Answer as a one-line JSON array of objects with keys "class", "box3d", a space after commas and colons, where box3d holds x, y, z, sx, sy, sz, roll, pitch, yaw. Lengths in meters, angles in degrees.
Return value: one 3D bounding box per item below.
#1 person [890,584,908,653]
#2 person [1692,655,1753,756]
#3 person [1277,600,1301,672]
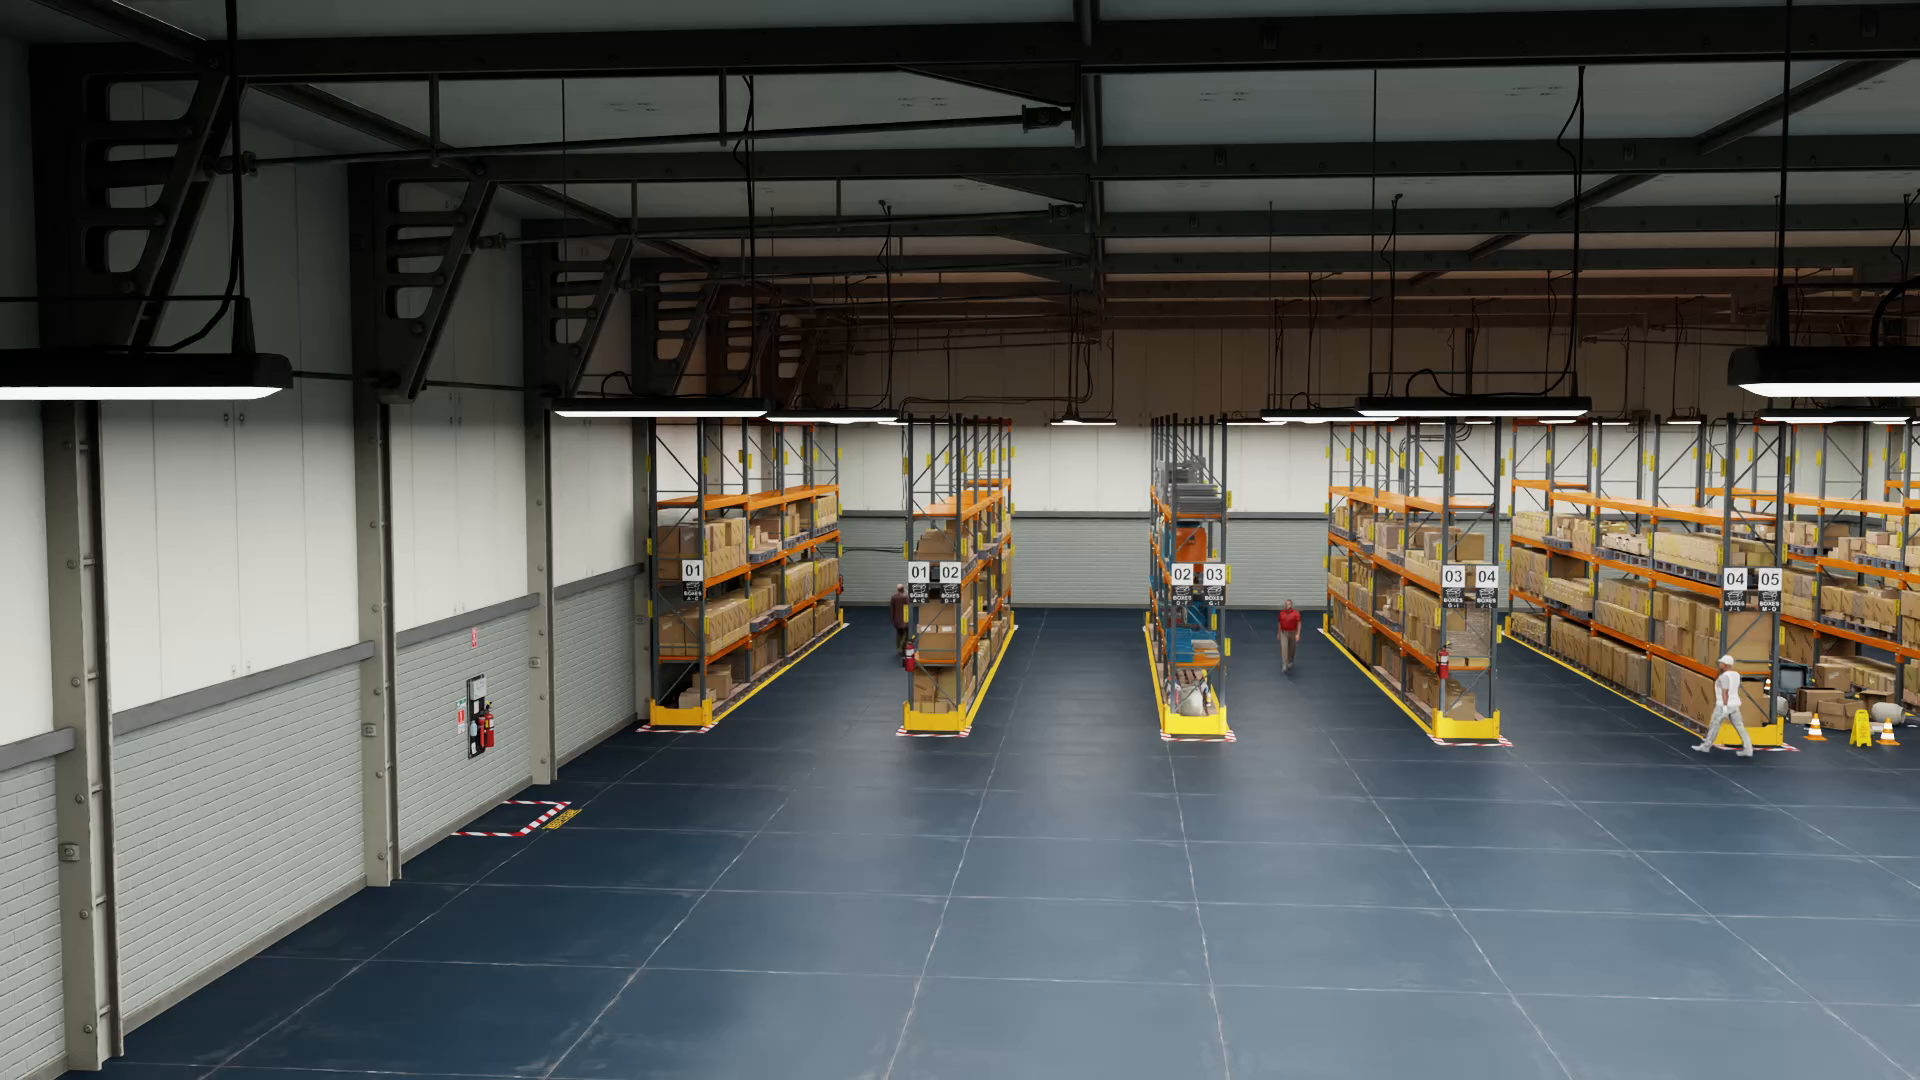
[{"class": "person", "box3d": [-1.512, 2.000, 42.206, 0.633, 1.778, 0.586, 2, 5, 32]}, {"class": "person", "box3d": [13.362, 2.875, 29.015, 0.549, 1.734, 1.011, -2, 4, -29]}, {"class": "person", "box3d": [7.759, 2.236, 39.157, 0.539, 1.658, 1.074, 1, 4, 8]}]
